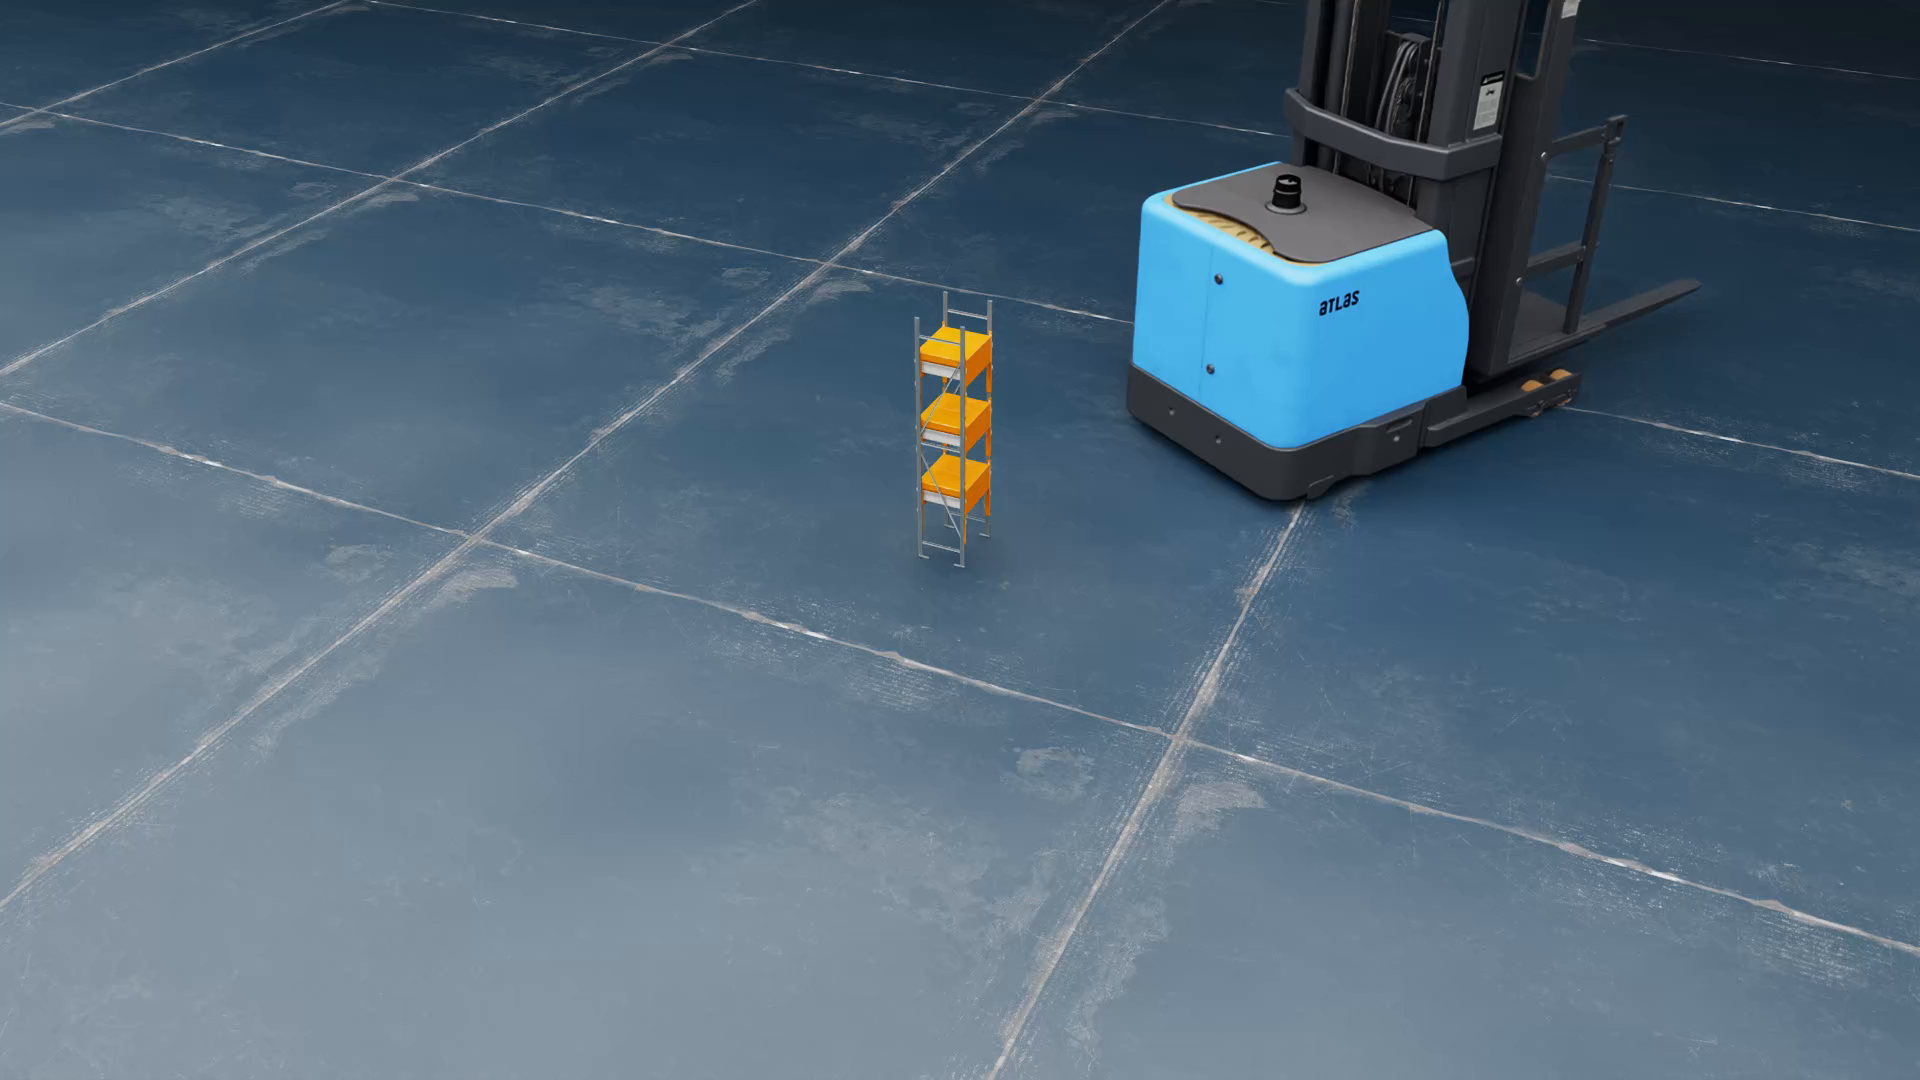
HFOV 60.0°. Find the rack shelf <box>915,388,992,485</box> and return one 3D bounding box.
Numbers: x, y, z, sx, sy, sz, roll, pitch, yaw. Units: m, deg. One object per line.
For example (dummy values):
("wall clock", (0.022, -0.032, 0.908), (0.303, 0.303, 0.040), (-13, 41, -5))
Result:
("rack shelf", (-0.022, -0.404, 6.427), (0.215, 0.259, 0.240), (14, 36, 20))

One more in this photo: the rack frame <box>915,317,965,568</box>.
("rack frame", (-0.073, -0.352, 6.329), (0.200, 1.050, 0.008), (14, 36, 20))

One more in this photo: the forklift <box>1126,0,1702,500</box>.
("forklift", (2.261, -2.007, 7.138), (3.031, 2.935, 1.130), (-20, 38, -28))

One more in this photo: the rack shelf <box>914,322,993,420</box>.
("rack shelf", (-0.022, -0.641, 6.272), (0.215, 0.259, 0.240), (14, 36, 20))

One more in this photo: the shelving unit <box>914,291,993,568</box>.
("shelving unit", (-0.022, -0.412, 6.421), (0.215, 1.050, 0.252), (14, 36, 20))

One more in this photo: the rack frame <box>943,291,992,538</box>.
("rack frame", (0.029, -0.473, 6.514), (0.200, 1.050, 0.008), (14, 36, 20))

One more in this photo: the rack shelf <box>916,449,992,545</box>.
("rack shelf", (-0.022, -0.171, 6.580), (0.215, 0.259, 0.240), (14, 36, 20))
